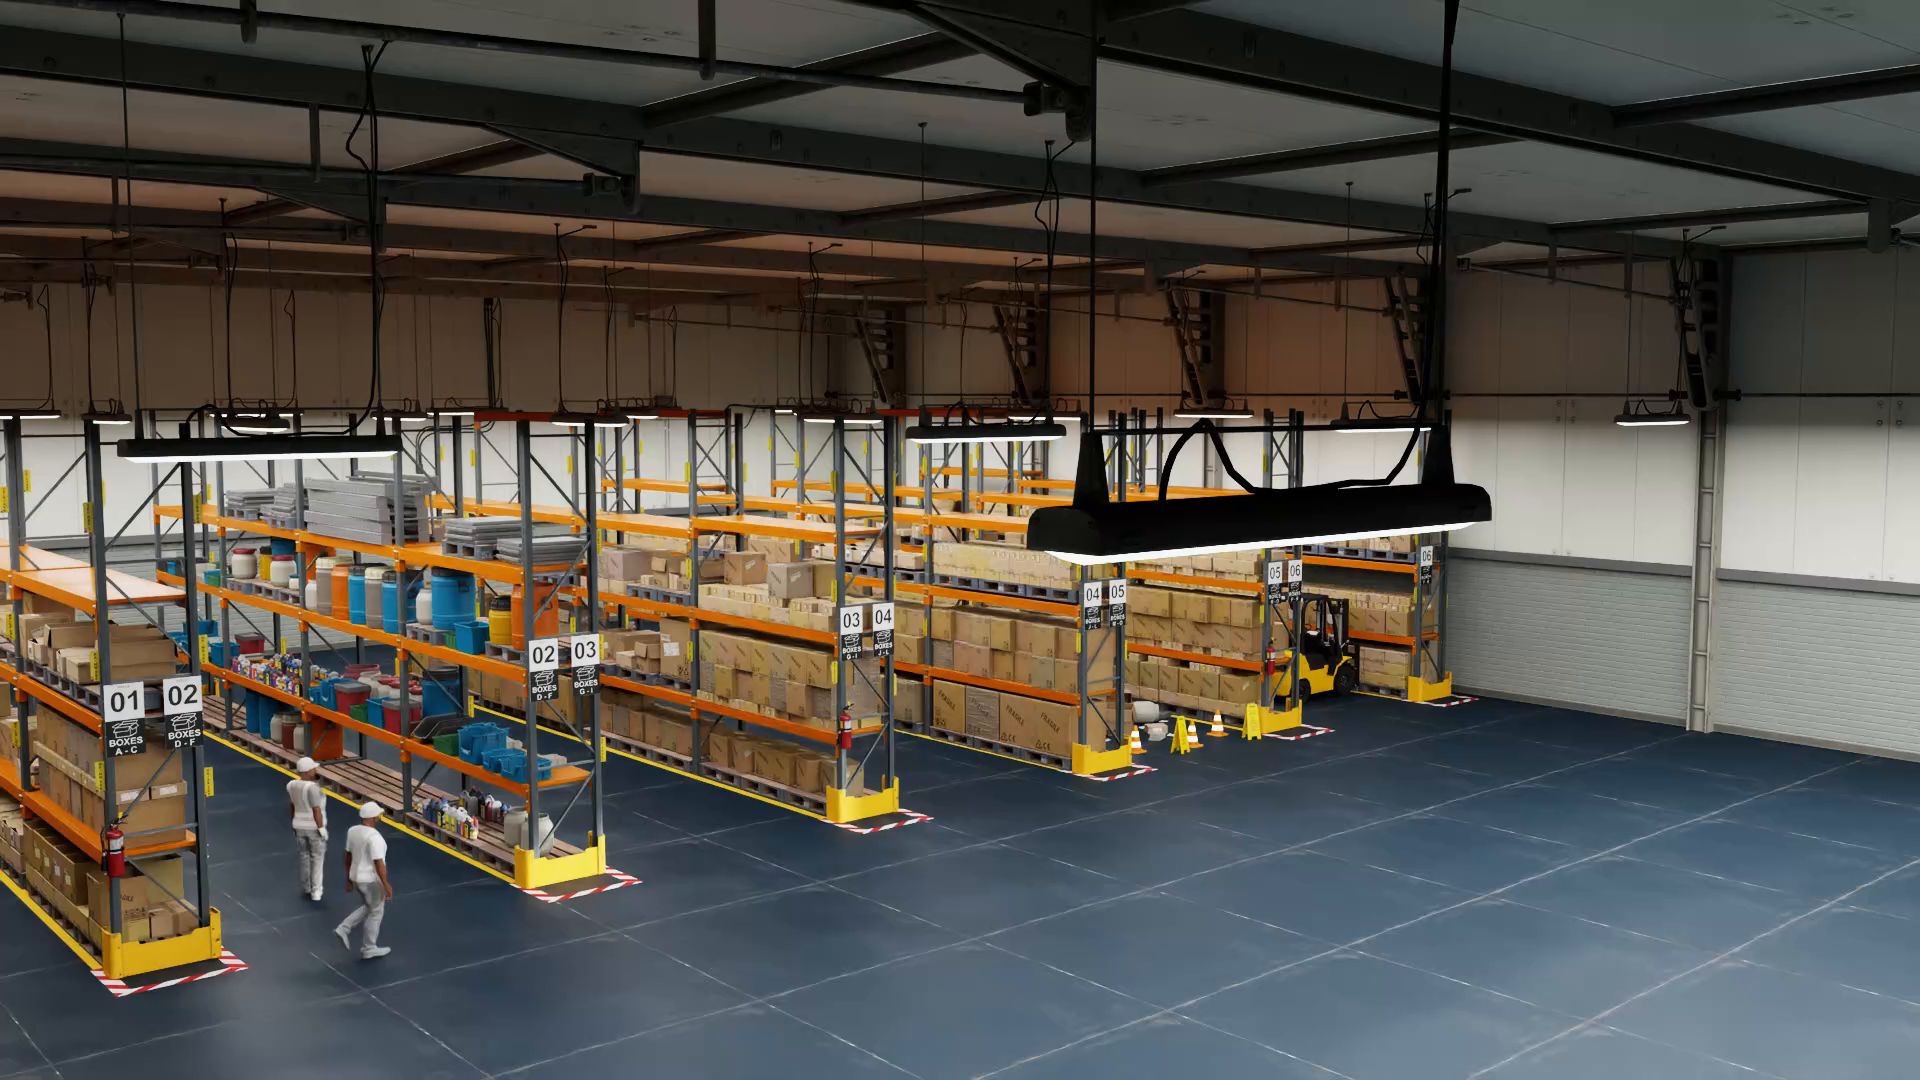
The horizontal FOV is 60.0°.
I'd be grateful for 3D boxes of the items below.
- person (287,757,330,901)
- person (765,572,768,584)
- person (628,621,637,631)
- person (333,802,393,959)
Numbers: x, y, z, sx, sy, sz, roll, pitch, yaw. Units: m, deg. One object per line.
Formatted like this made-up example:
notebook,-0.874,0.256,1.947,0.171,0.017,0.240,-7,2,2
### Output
person,-8.159,3.600,20.996,0.574,1.783,0.593,1,5,15
person,-5.378,1.309,47.658,0.412,1.681,0.501,3,6,31
person,-6.520,2.527,33.385,0.487,1.775,0.716,0,5,-1
person,-6.679,3.812,18.583,0.563,1.752,0.639,-4,7,-40
